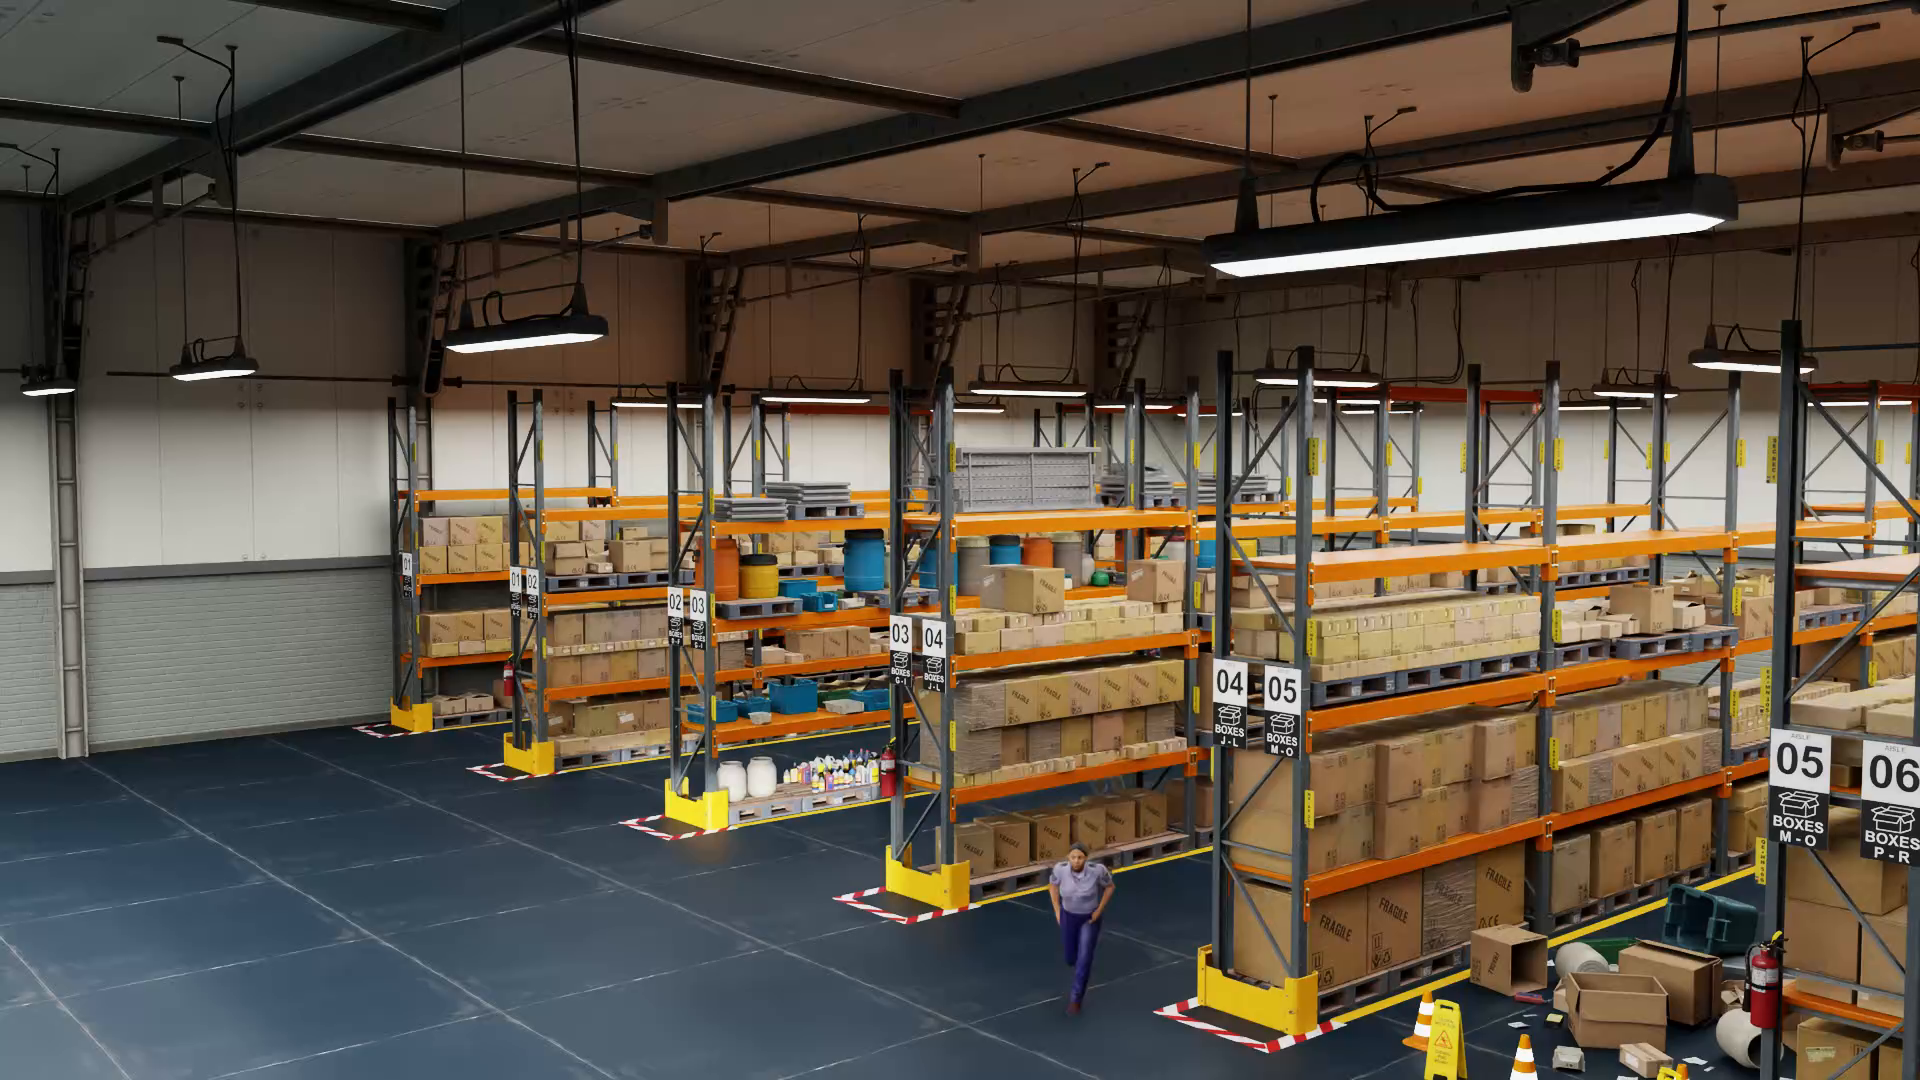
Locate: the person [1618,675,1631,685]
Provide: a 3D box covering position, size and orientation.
[{"bbox_3d":[10.077,2.891,25.280,0.573,1.617,0.664,-3,5,-44],"label":"person"}]

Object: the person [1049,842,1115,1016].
[{"bbox_3d":[1.126,3.509,15.328,0.607,1.602,0.849,0,3,7],"label":"person"}]

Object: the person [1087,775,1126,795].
[{"bbox_3d":[2.017,2.922,23.371,0.962,1.707,0.690,-3,4,-42],"label":"person"}]
